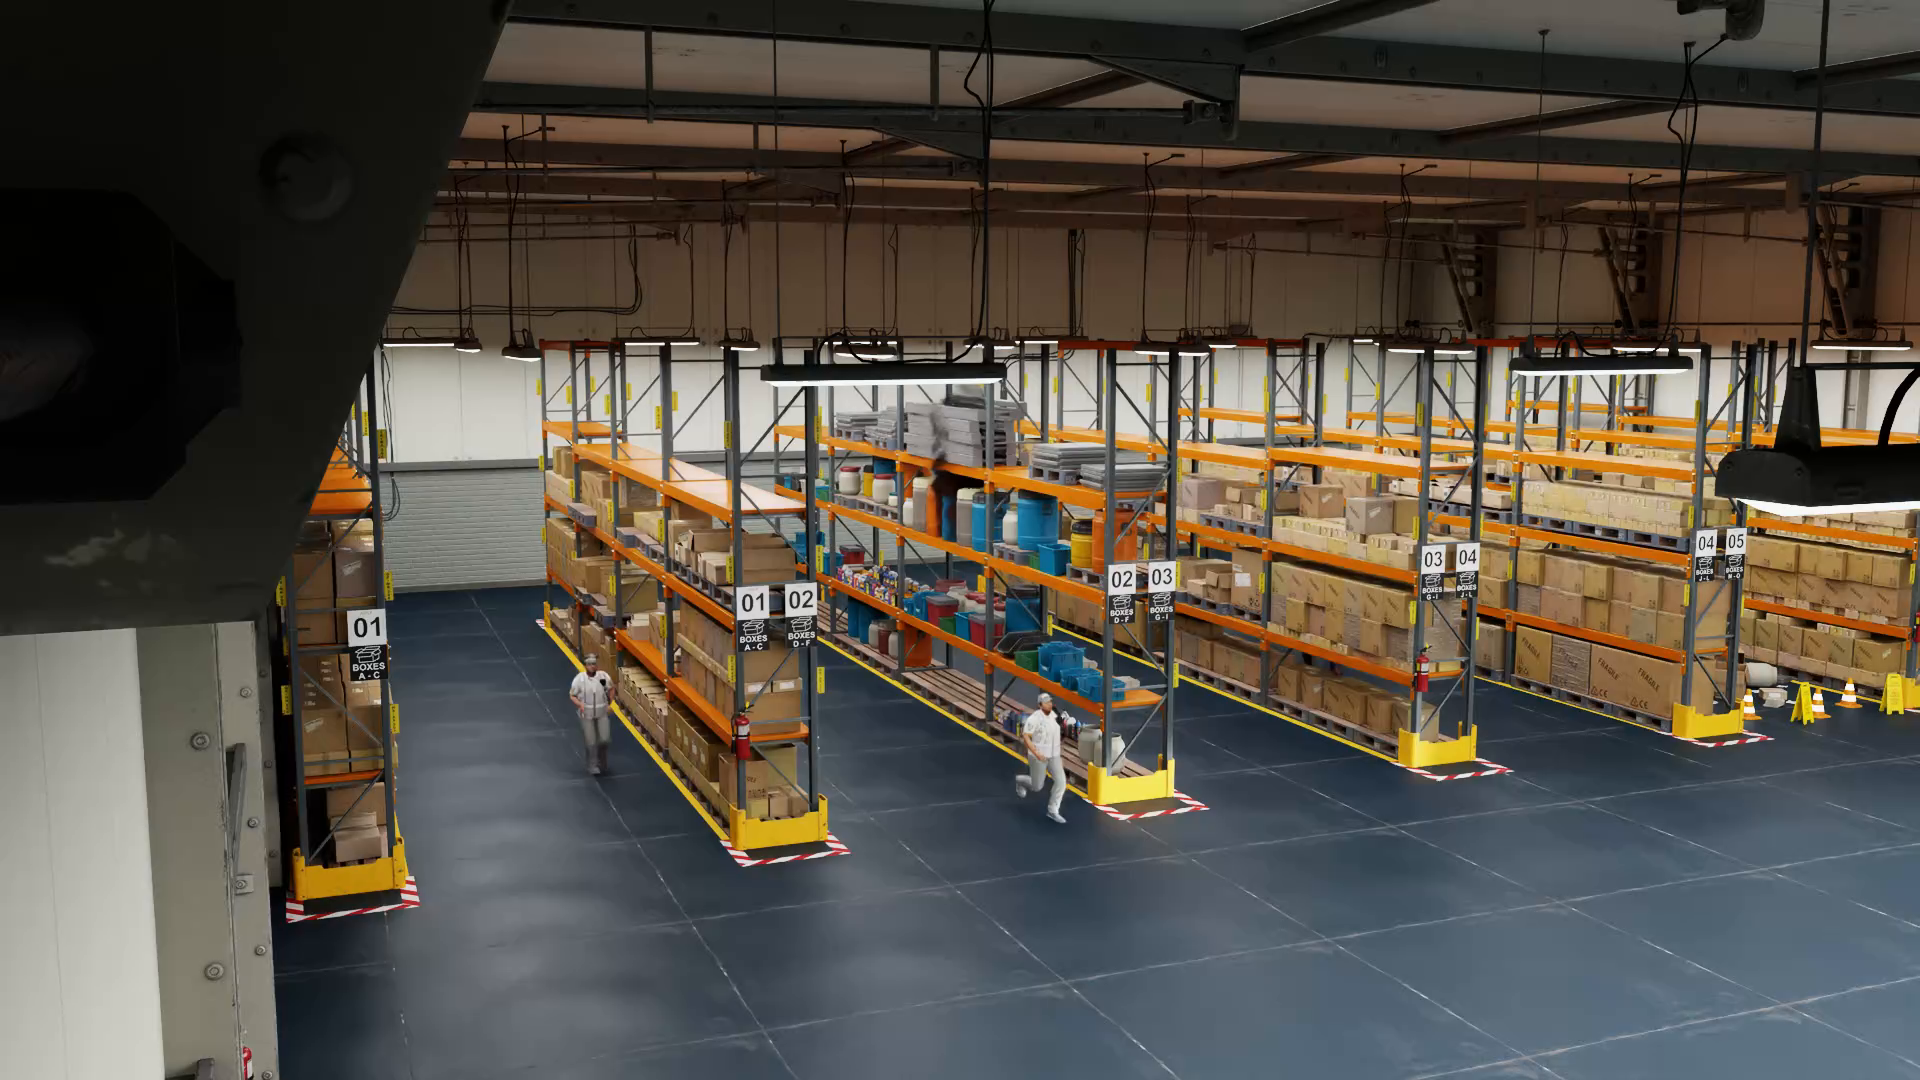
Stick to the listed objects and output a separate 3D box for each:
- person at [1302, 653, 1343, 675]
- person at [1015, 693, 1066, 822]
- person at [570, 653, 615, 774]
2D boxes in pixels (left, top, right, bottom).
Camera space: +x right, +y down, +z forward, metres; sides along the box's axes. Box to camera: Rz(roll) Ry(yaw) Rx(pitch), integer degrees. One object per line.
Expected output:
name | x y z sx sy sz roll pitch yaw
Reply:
person | 6.610 1.578 30.182 0.637 1.638 0.907 -5 9 -33
person | 1.081 2.777 21.402 0.605 1.642 0.752 -5 9 -34
person | -5.125 2.440 23.302 0.638 1.737 0.586 -3 8 -19
